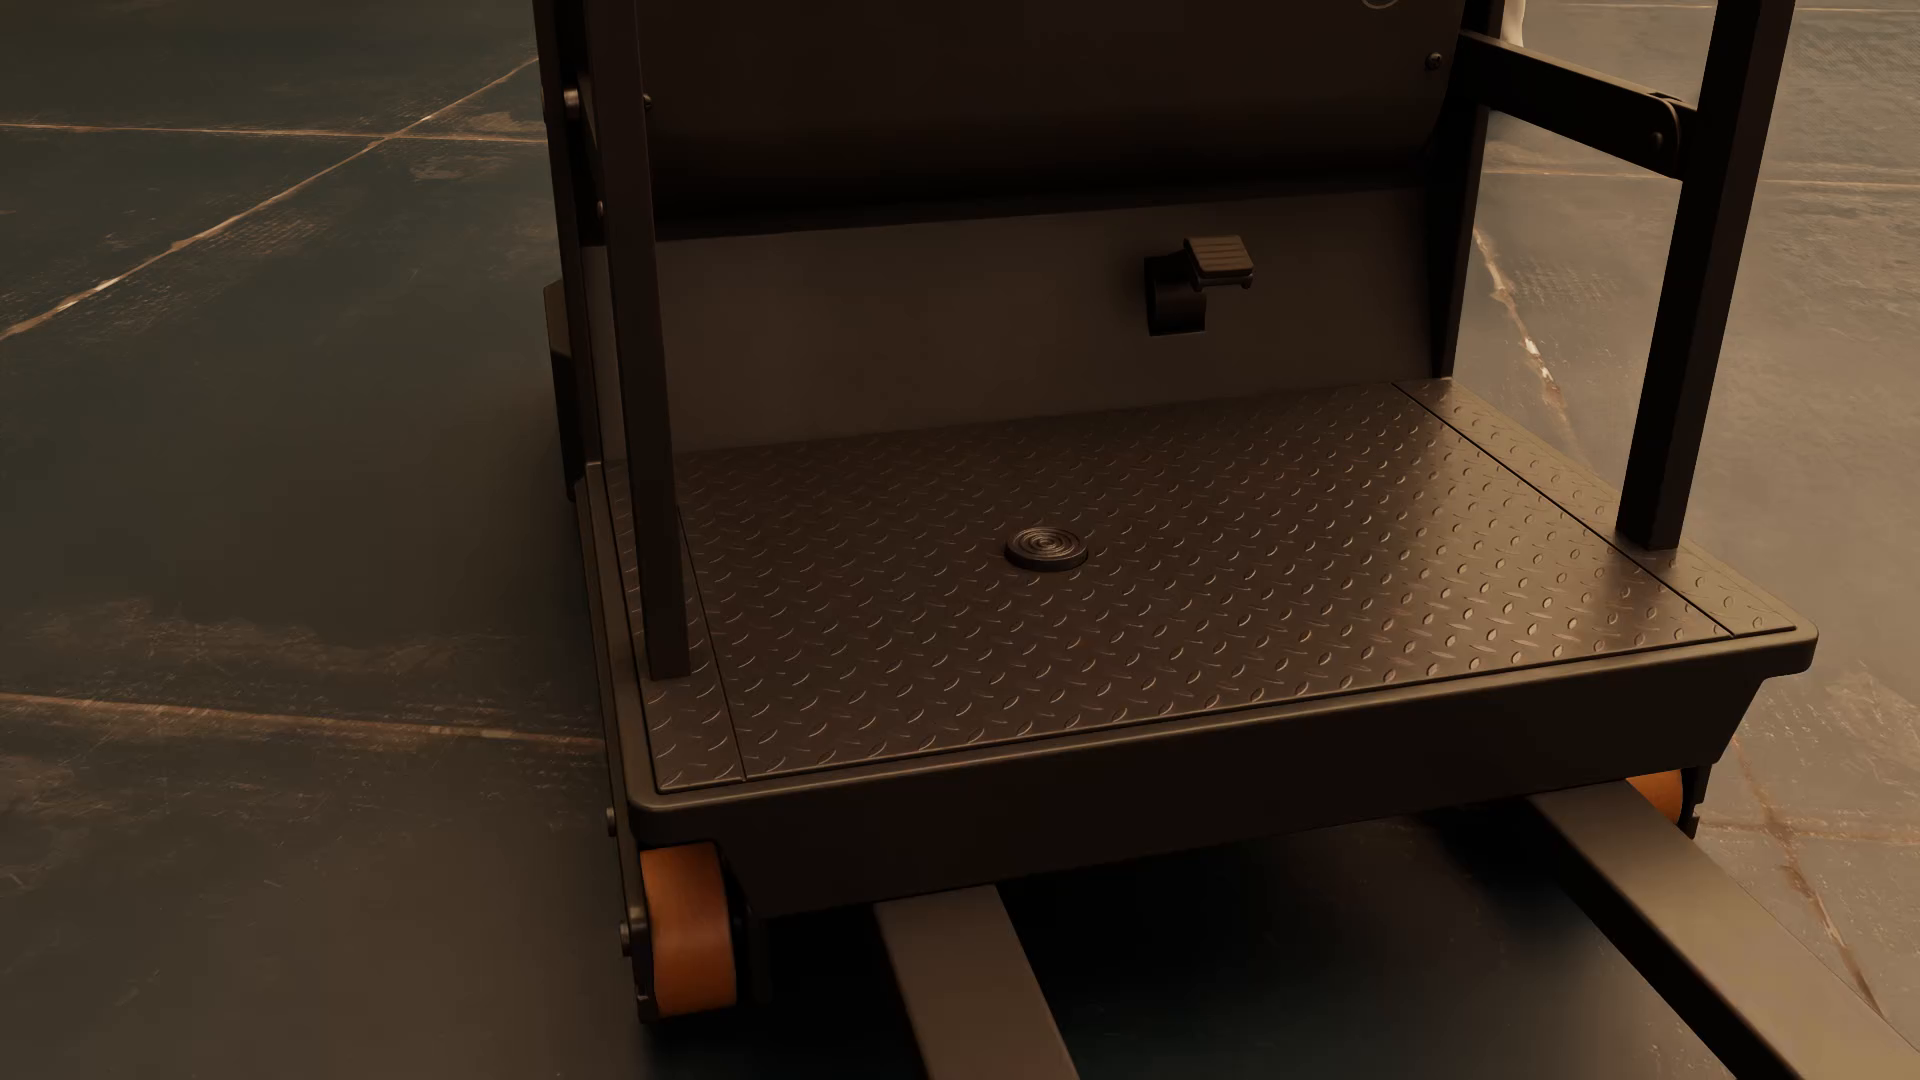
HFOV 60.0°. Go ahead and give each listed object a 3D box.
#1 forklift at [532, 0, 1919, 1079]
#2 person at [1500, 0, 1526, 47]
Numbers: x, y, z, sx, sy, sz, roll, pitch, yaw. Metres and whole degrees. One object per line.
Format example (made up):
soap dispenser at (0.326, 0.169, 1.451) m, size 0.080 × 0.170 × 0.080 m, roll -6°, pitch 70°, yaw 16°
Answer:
forklift at (0.153, -1.049, 1.319) m, size 1.130 × 2.935 × 3.031 m, roll -7°, pitch 27°, yaw -13°
person at (1.494, -2.108, 4.832) m, size 0.550 × 1.676 × 0.550 m, roll 1°, pitch 27°, yaw 1°
